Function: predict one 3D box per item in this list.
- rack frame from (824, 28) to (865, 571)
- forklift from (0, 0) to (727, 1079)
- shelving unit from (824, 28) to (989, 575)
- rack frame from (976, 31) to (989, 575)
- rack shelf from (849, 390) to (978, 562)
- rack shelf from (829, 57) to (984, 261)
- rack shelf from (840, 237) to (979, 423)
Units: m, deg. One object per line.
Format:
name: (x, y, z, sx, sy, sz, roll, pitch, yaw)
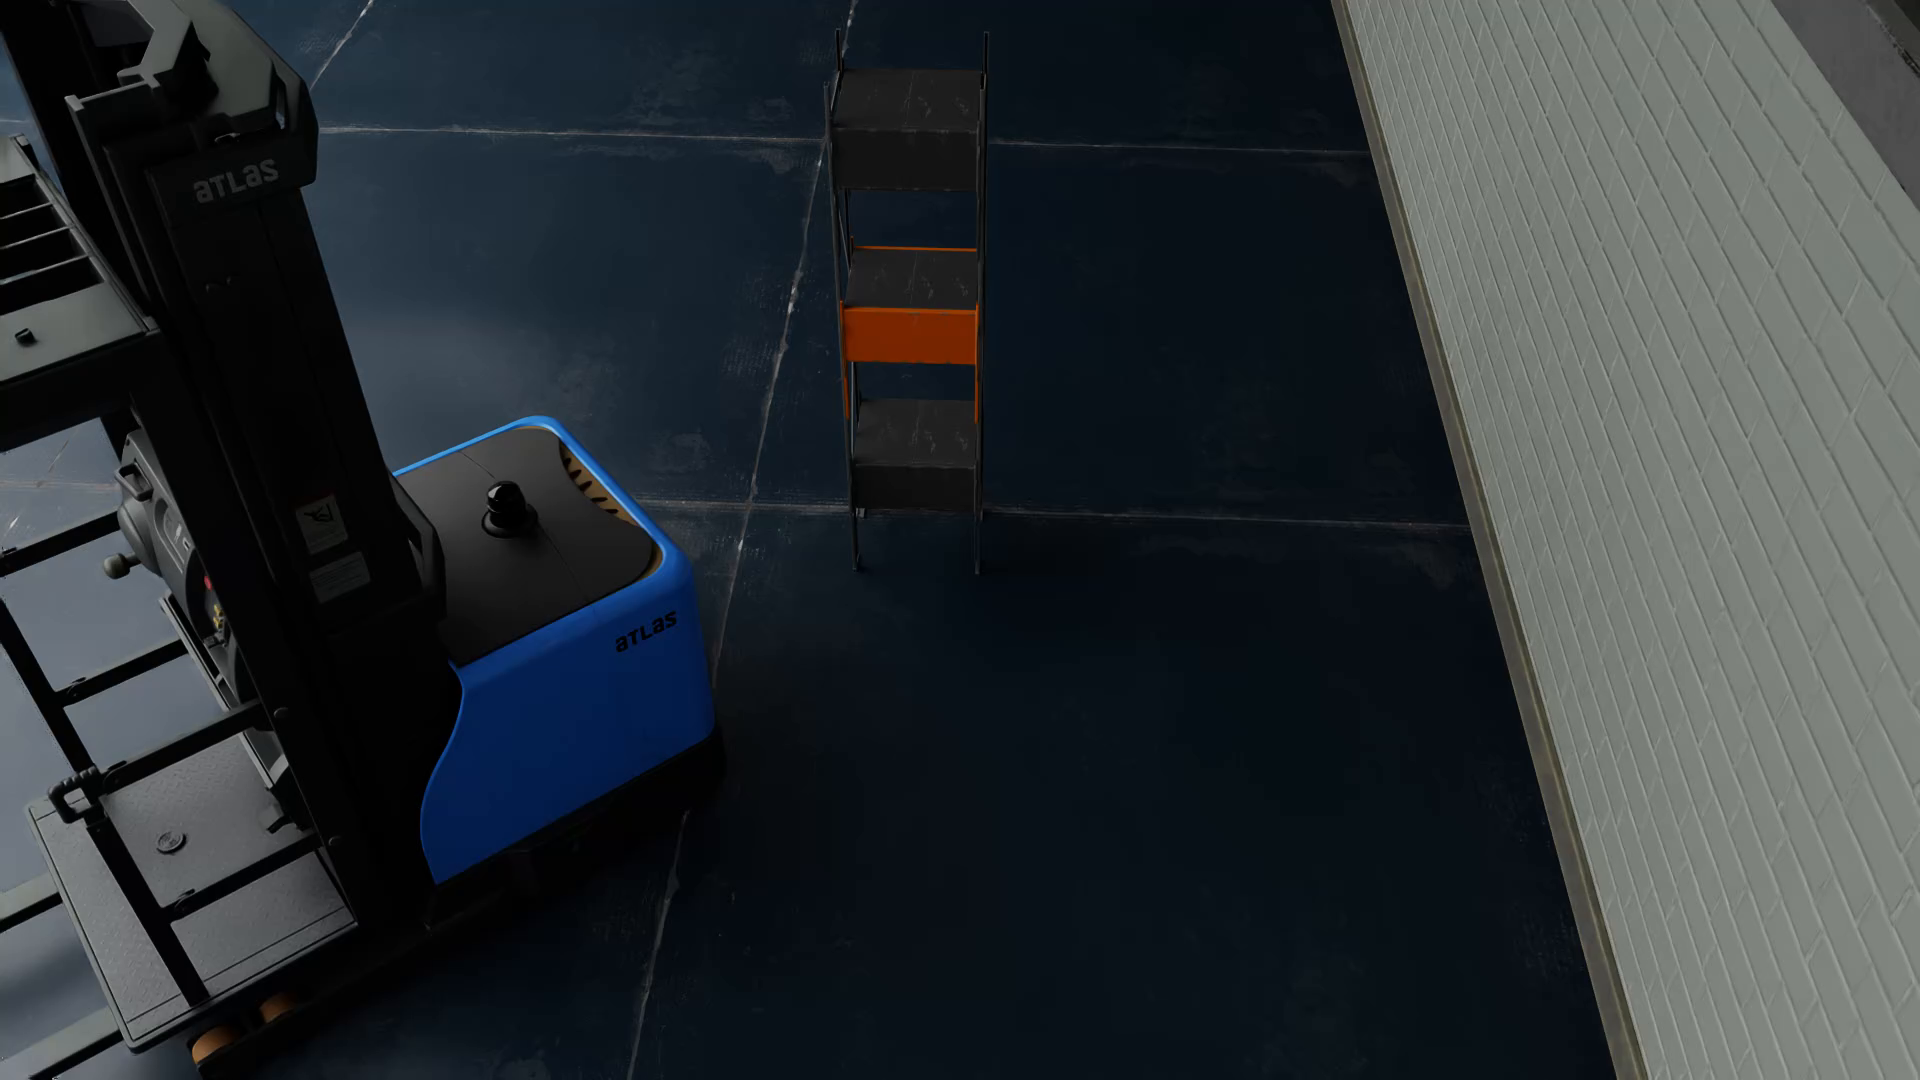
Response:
rack frame: (-0.409, -0.781, 6.048, 0.015, 2.100, 0.400, 2, 43, 2)
forklift: (-2.291, 0.137, 4.453, 3.031, 2.935, 1.130, -28, 50, -26)
shelving unit: (-0.165, -0.773, 6.040, 0.503, 2.100, 0.431, 2, 43, 2)
rack frame: (0.078, -0.766, 6.032, 0.015, 2.100, 0.400, 2, 43, 2)
rack shelf: (-0.165, -0.251, 6.526, 0.480, 0.518, 0.431, 2, 43, 2)
rack shelf: (-0.165, -1.276, 5.572, 0.480, 0.518, 0.431, 2, 43, 2)
rack shelf: (-0.165, -0.763, 6.049, 0.480, 0.518, 0.431, 2, 43, 2)
